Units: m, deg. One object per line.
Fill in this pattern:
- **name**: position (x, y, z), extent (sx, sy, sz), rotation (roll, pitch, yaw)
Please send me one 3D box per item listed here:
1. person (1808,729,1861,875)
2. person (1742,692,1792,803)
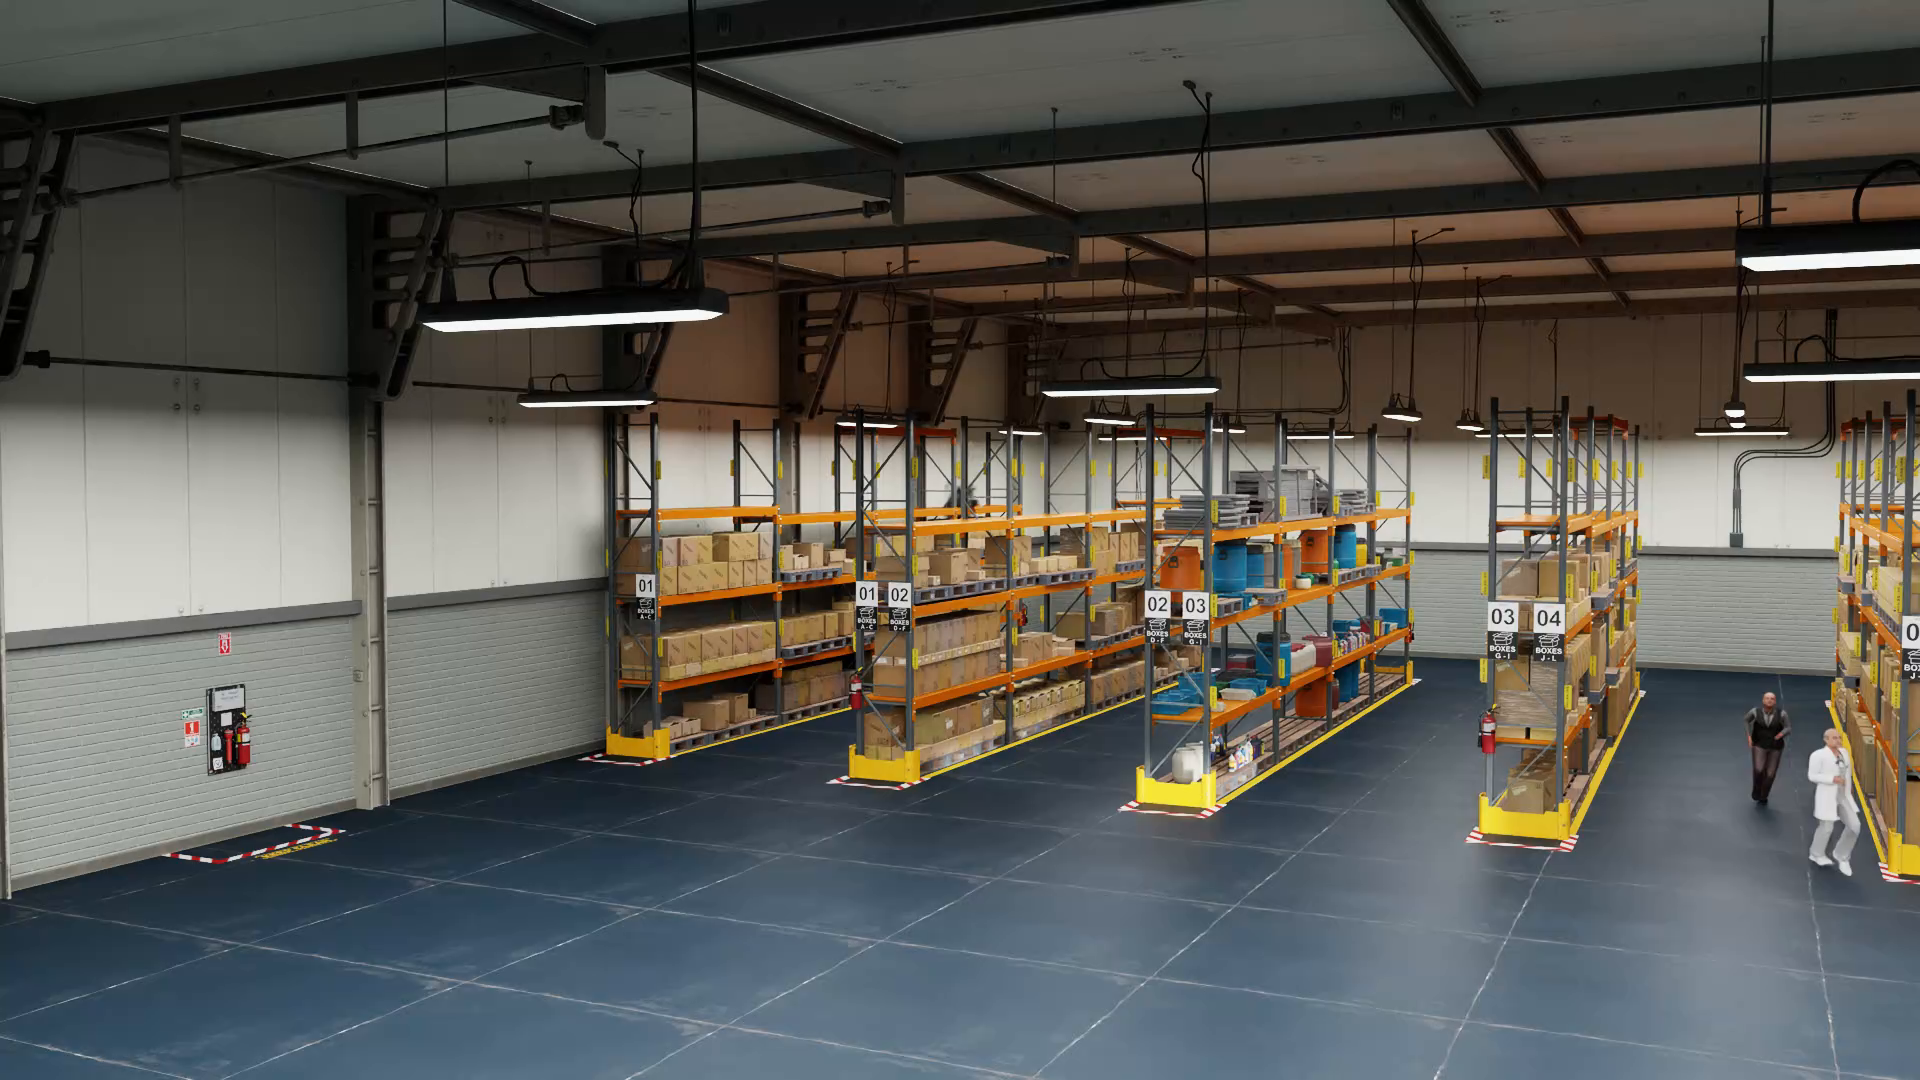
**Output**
- **person**: position (10.868, 3.255, 20.679), extent (0.682, 1.824, 0.812), rotation (0, 2, -5)
- **person**: position (12.037, 3.108, 24.793), extent (0.659, 1.678, 0.649), rotation (1, 3, 20)
